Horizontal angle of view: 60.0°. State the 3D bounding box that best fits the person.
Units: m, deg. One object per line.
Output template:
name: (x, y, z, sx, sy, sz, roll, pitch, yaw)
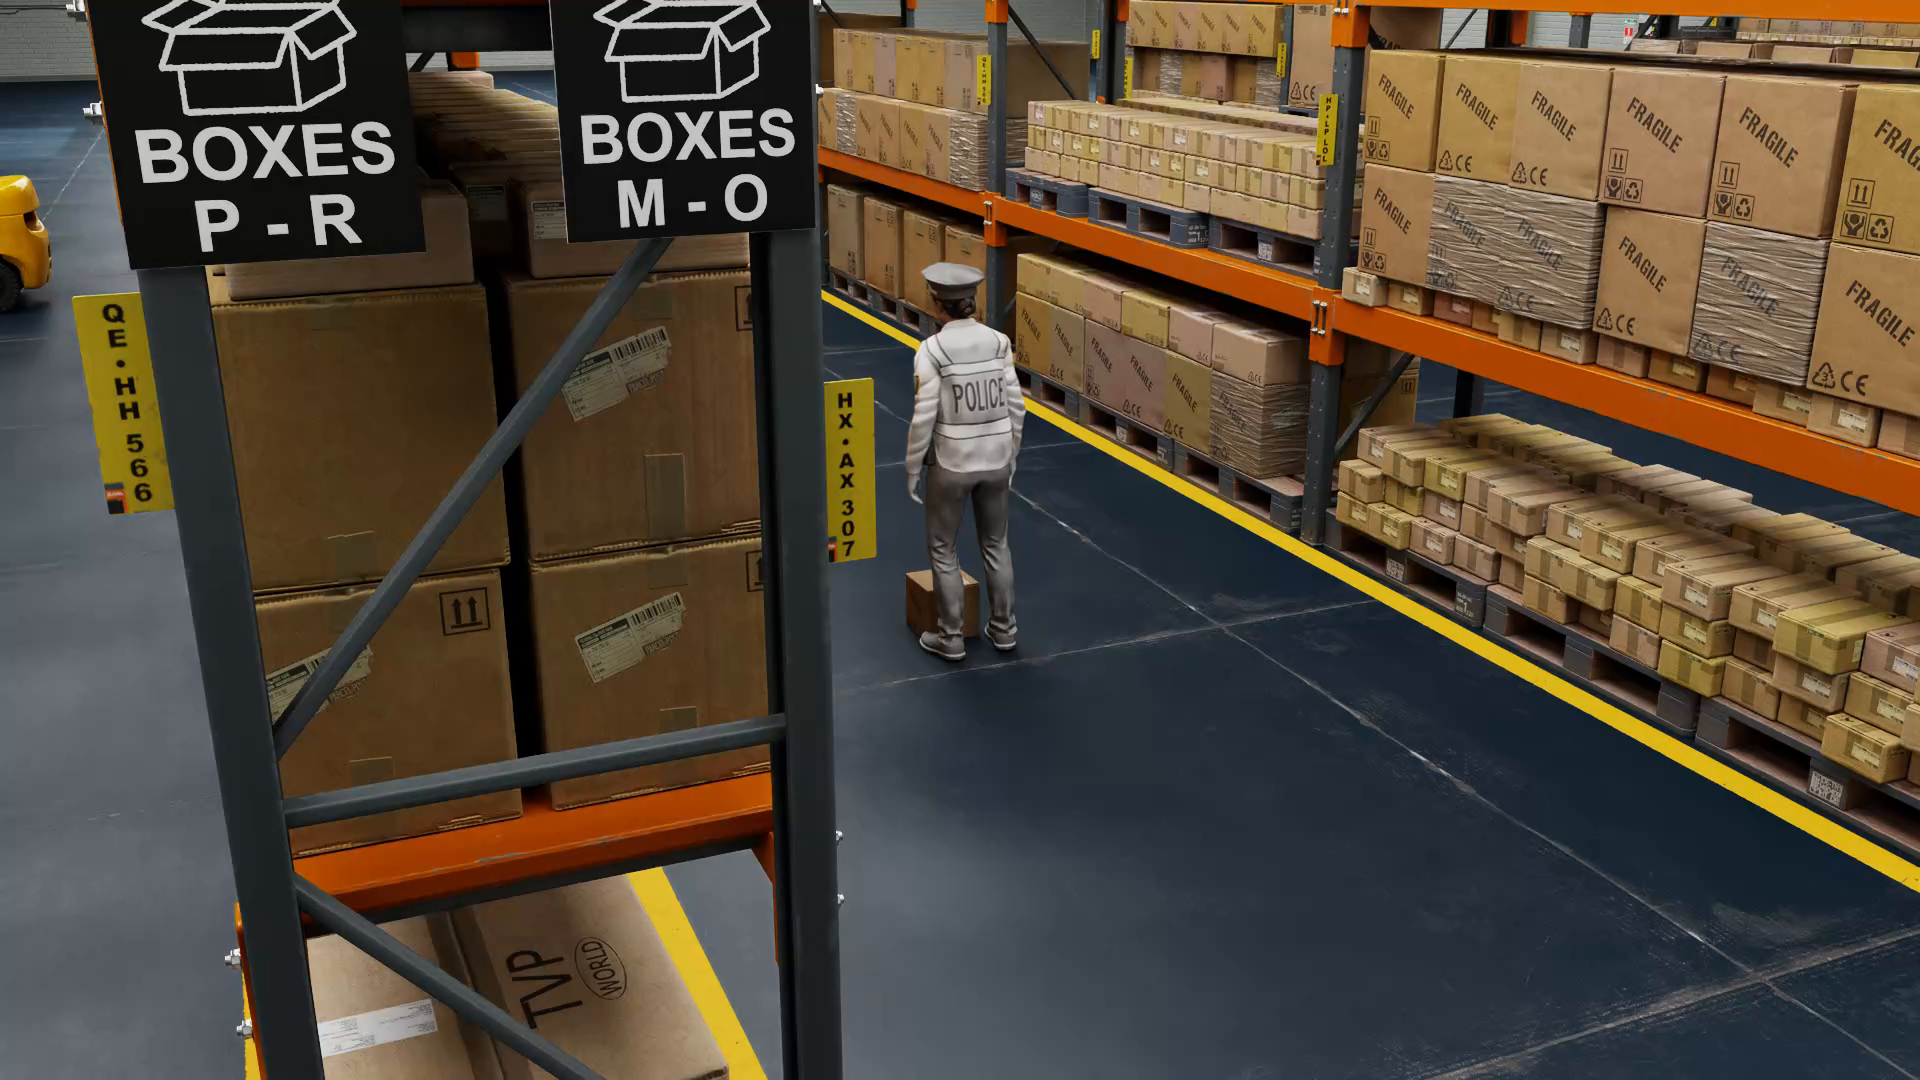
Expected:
person: (0.019, -0.309, 6.958, 0.544, 1.663, 0.376, -9, 21, -25)
